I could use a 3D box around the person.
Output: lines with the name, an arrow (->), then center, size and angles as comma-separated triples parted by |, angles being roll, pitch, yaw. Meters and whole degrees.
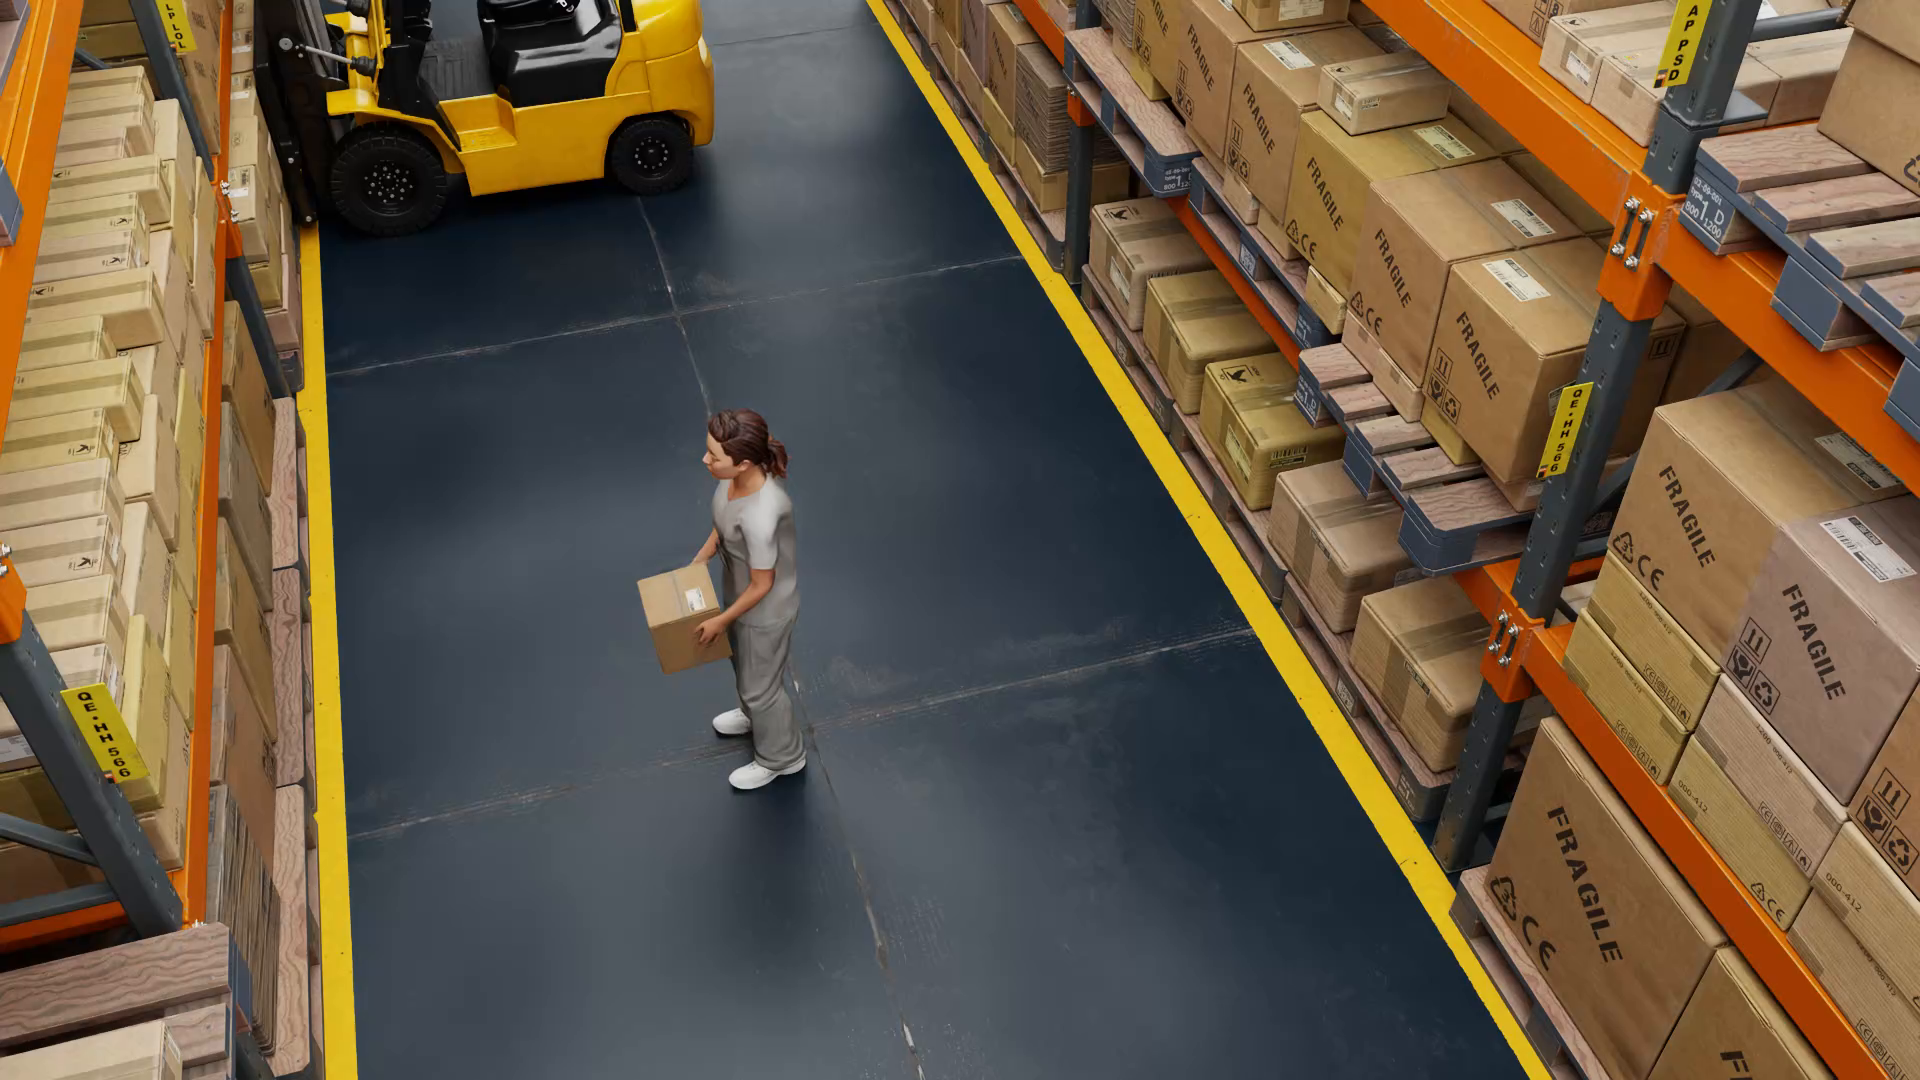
person -> -0.763, 0.215, 5.923 | 0.429, 1.676, 0.466 | -13, 44, -13
